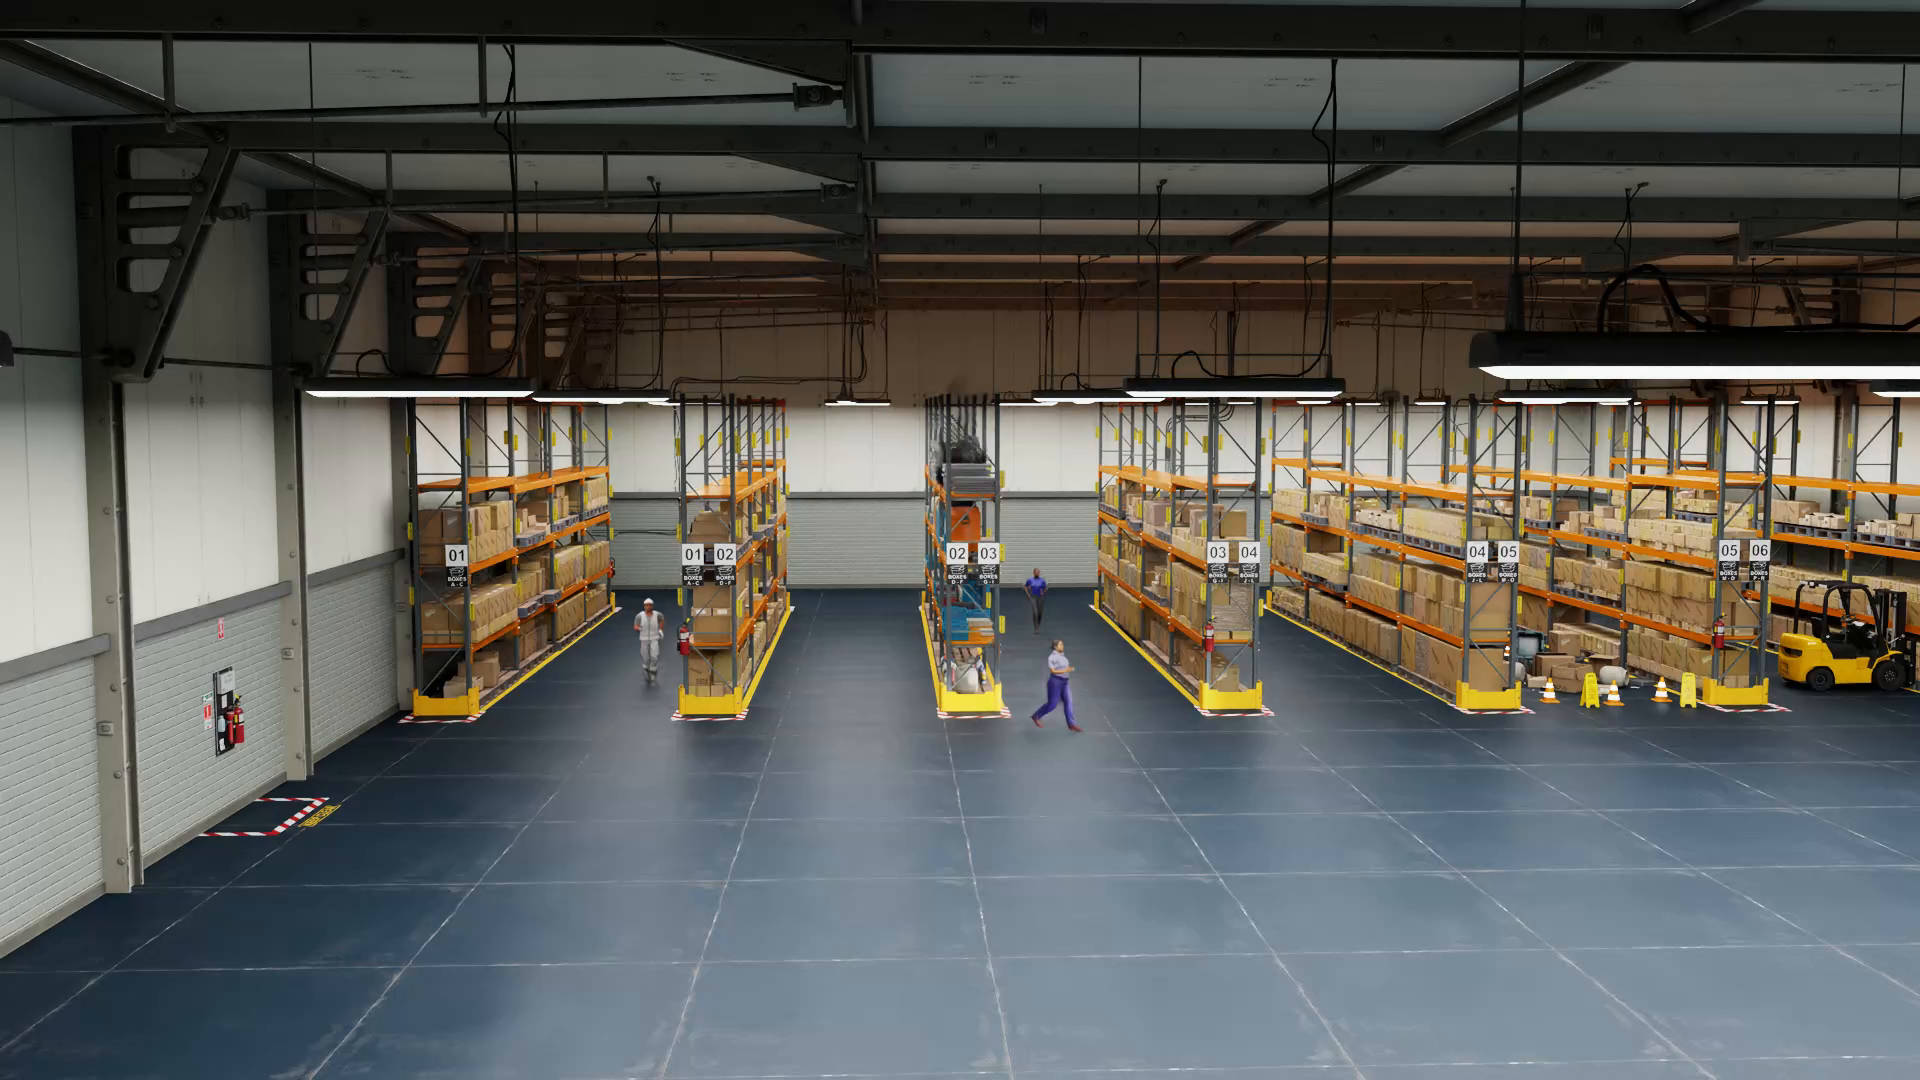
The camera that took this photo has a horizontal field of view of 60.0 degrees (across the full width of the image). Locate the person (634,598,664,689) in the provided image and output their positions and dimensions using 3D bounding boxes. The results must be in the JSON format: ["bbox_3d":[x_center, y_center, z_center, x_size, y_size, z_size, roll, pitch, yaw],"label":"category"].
[{"bbox_3d":[-6.432,2.104,34.397,0.598,1.824,0.880,-1,5,-7],"label":"person"}]

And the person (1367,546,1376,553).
[{"bbox_3d":[12.193,1.002,49.254,0.723,1.656,0.653,0,5,0],"label":"person"}]

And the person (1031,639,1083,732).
[{"bbox_3d":[1.730,2.560,29.433,0.941,1.632,0.607,2,5,29],"label":"person"}]

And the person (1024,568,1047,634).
[{"bbox_3d":[1.948,1.554,42.571,0.582,1.641,0.773,-1,5,-6],"label":"person"}]

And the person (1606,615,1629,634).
[{"bbox_3d":[16.033,1.648,40.533,0.646,1.751,0.925,-1,5,-8],"label":"person"}]
